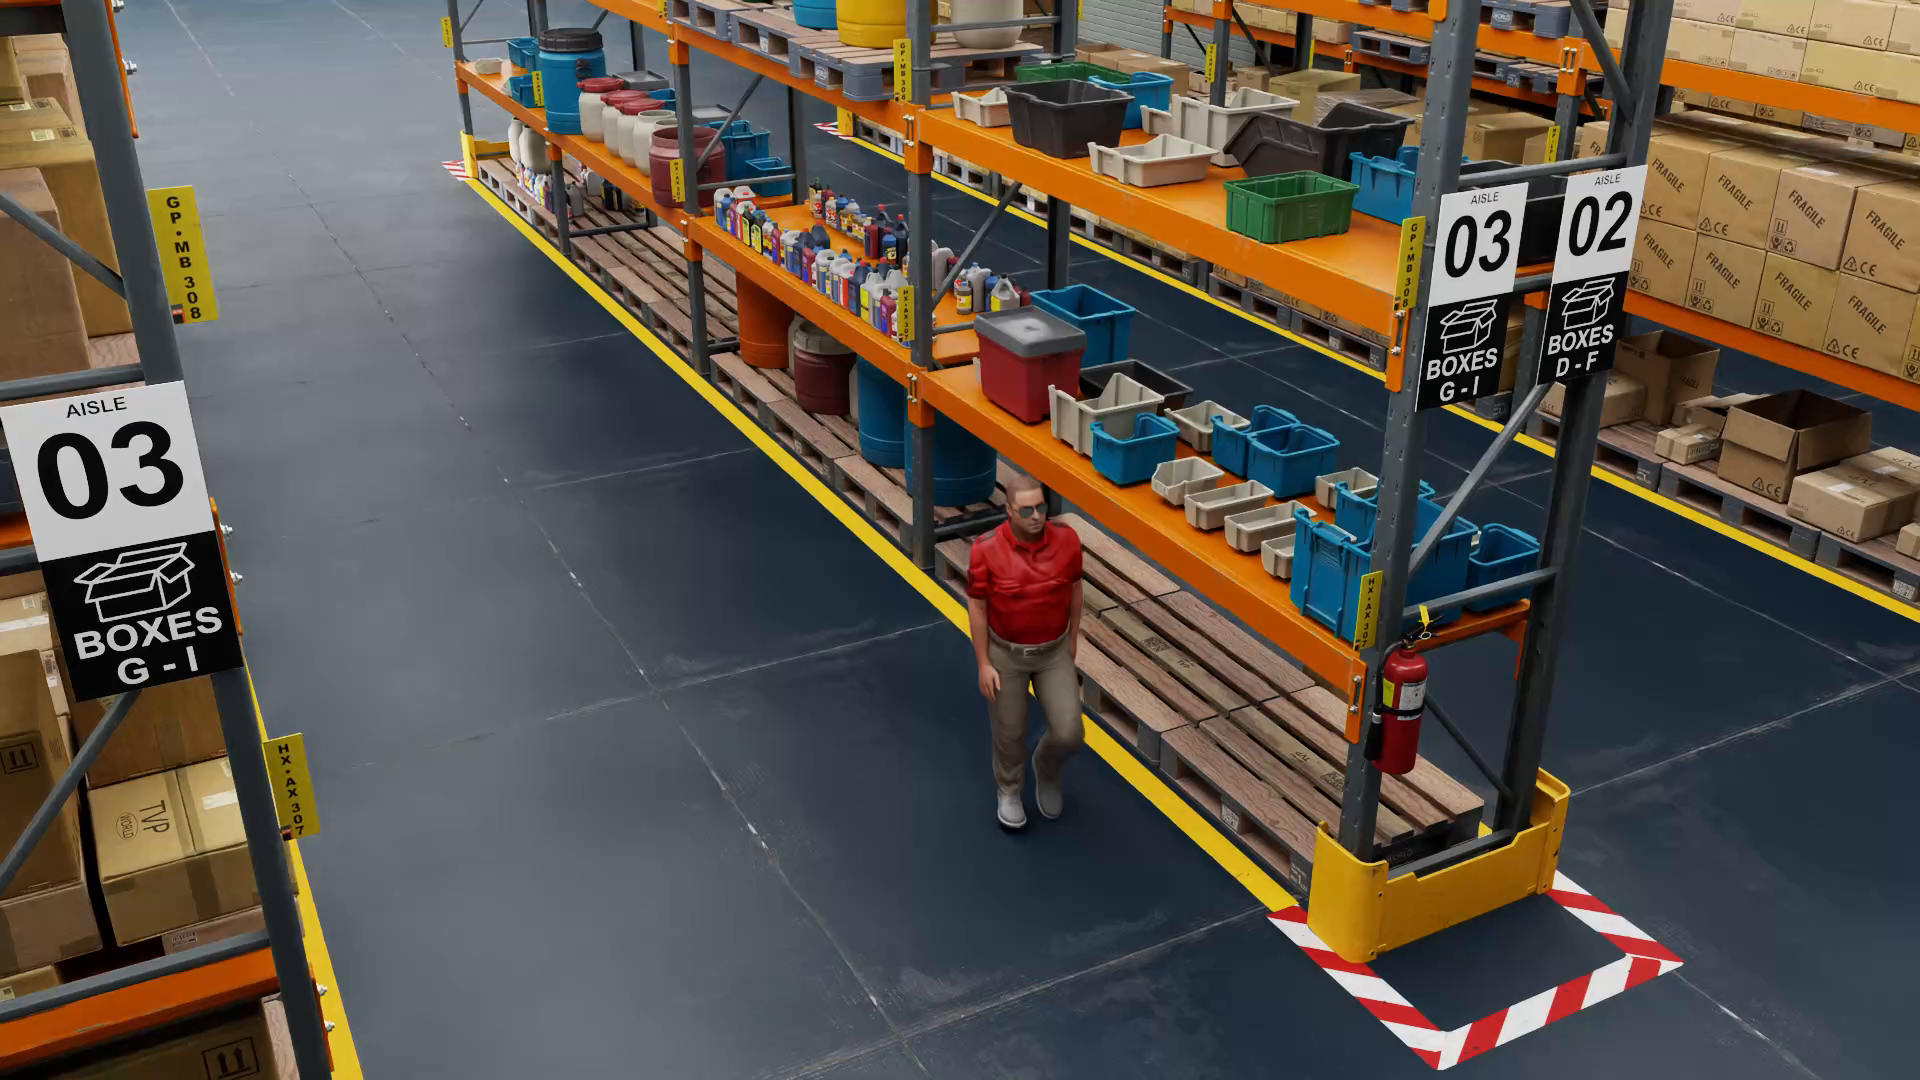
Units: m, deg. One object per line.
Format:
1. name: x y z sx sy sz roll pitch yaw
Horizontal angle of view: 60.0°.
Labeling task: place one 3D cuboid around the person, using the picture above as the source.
1. person: 0.305 0.540 7.475 0.544 1.758 0.443 -5 26 -10
